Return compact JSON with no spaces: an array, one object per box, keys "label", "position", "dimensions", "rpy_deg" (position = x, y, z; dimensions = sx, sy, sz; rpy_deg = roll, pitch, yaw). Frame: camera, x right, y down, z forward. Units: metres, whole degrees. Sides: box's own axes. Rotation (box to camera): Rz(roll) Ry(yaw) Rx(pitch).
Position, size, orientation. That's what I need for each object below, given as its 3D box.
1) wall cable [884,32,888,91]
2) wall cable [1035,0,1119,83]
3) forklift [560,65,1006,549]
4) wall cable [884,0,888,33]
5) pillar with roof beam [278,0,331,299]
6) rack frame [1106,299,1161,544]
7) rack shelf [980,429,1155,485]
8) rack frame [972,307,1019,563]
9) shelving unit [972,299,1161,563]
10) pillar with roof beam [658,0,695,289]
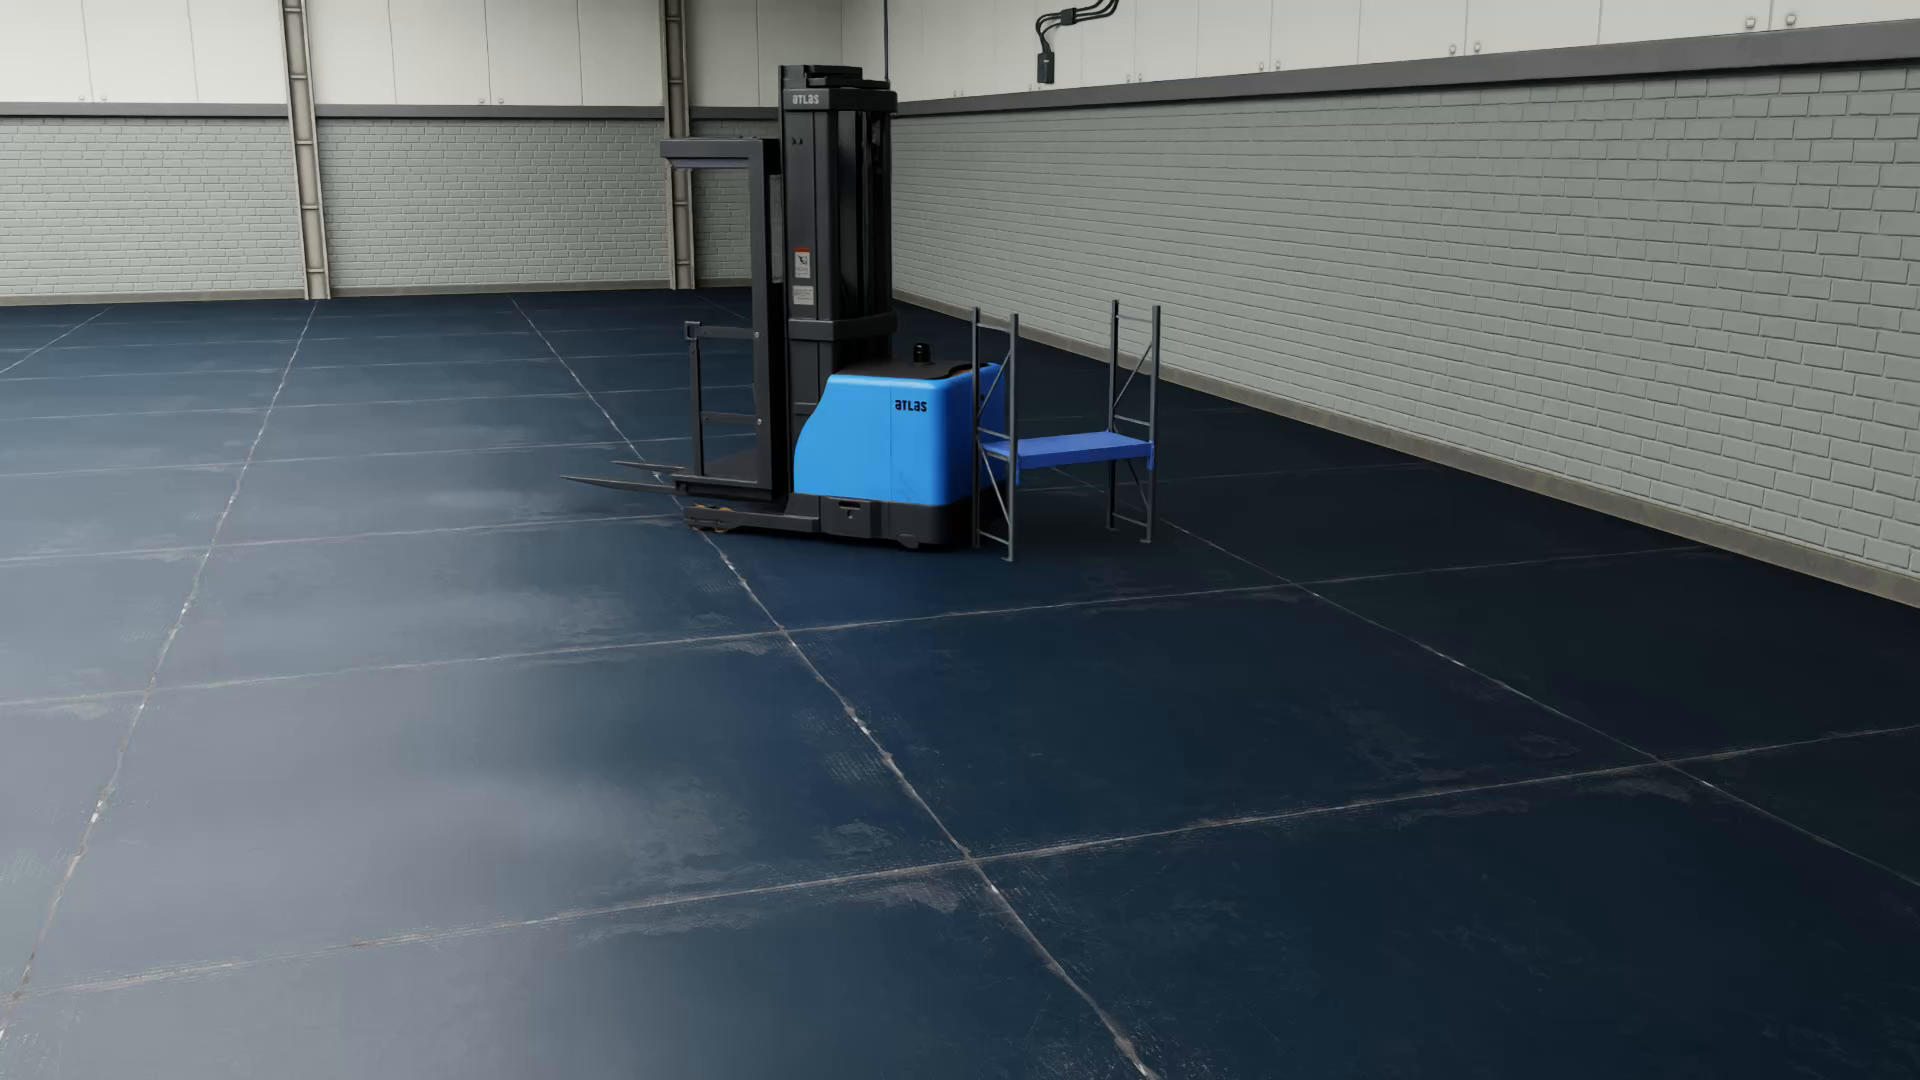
[{"label":"wall cable","position":[-1.662,-7.217,28.247],"dimensions":[0.112,2.526,3.097],"rpy_deg":[-4,14,-18]},{"label":"wall cable","position":[1.351,-8.299,18.735],"dimensions":[0.169,6.003,2.305],"rpy_deg":[-4,14,-18]},{"label":"forklift","position":[-1.259,-1.575,10.932],"dimensions":[3.031,2.935,1.130],"rpy_deg":[6,15,23]},{"label":"wall cable","position":[-0.799,-9.080,25.168],"dimensions":[0.112,2.526,3.097],"rpy_deg":[-4,14,-18]},{"label":"pillar with roof beam","position":[-9.190,-7.413,22.361],"dimensions":[0.400,9.000,9.100],"rpy_deg":[-4,14,-18]},{"label":"rack frame","position":[1.100,-0.757,10.586],"dimensions":[0.032,1.500,0.500],"rpy_deg":[-7,15,-28]},{"label":"rack shelf","position":[0.655,-0.526,10.389],"dimensions":[1.000,0.185,0.538],"rpy_deg":[-7,15,-28]},{"label":"rack frame","position":[0.209,-0.644,10.109],"dimensions":[0.032,1.500,0.500],"rpy_deg":[-7,15,-28]},{"label":"shelving unit","position":[0.655,-0.701,10.347],"dimensions":[1.048,1.500,0.538],"rpy_deg":[-7,15,-28]},{"label":"pillar with roof beam","position":[-3.503,-7.856,24.223],"dimensions":[0.400,9.000,9.100],"rpy_deg":[-4,14,-18]}]
